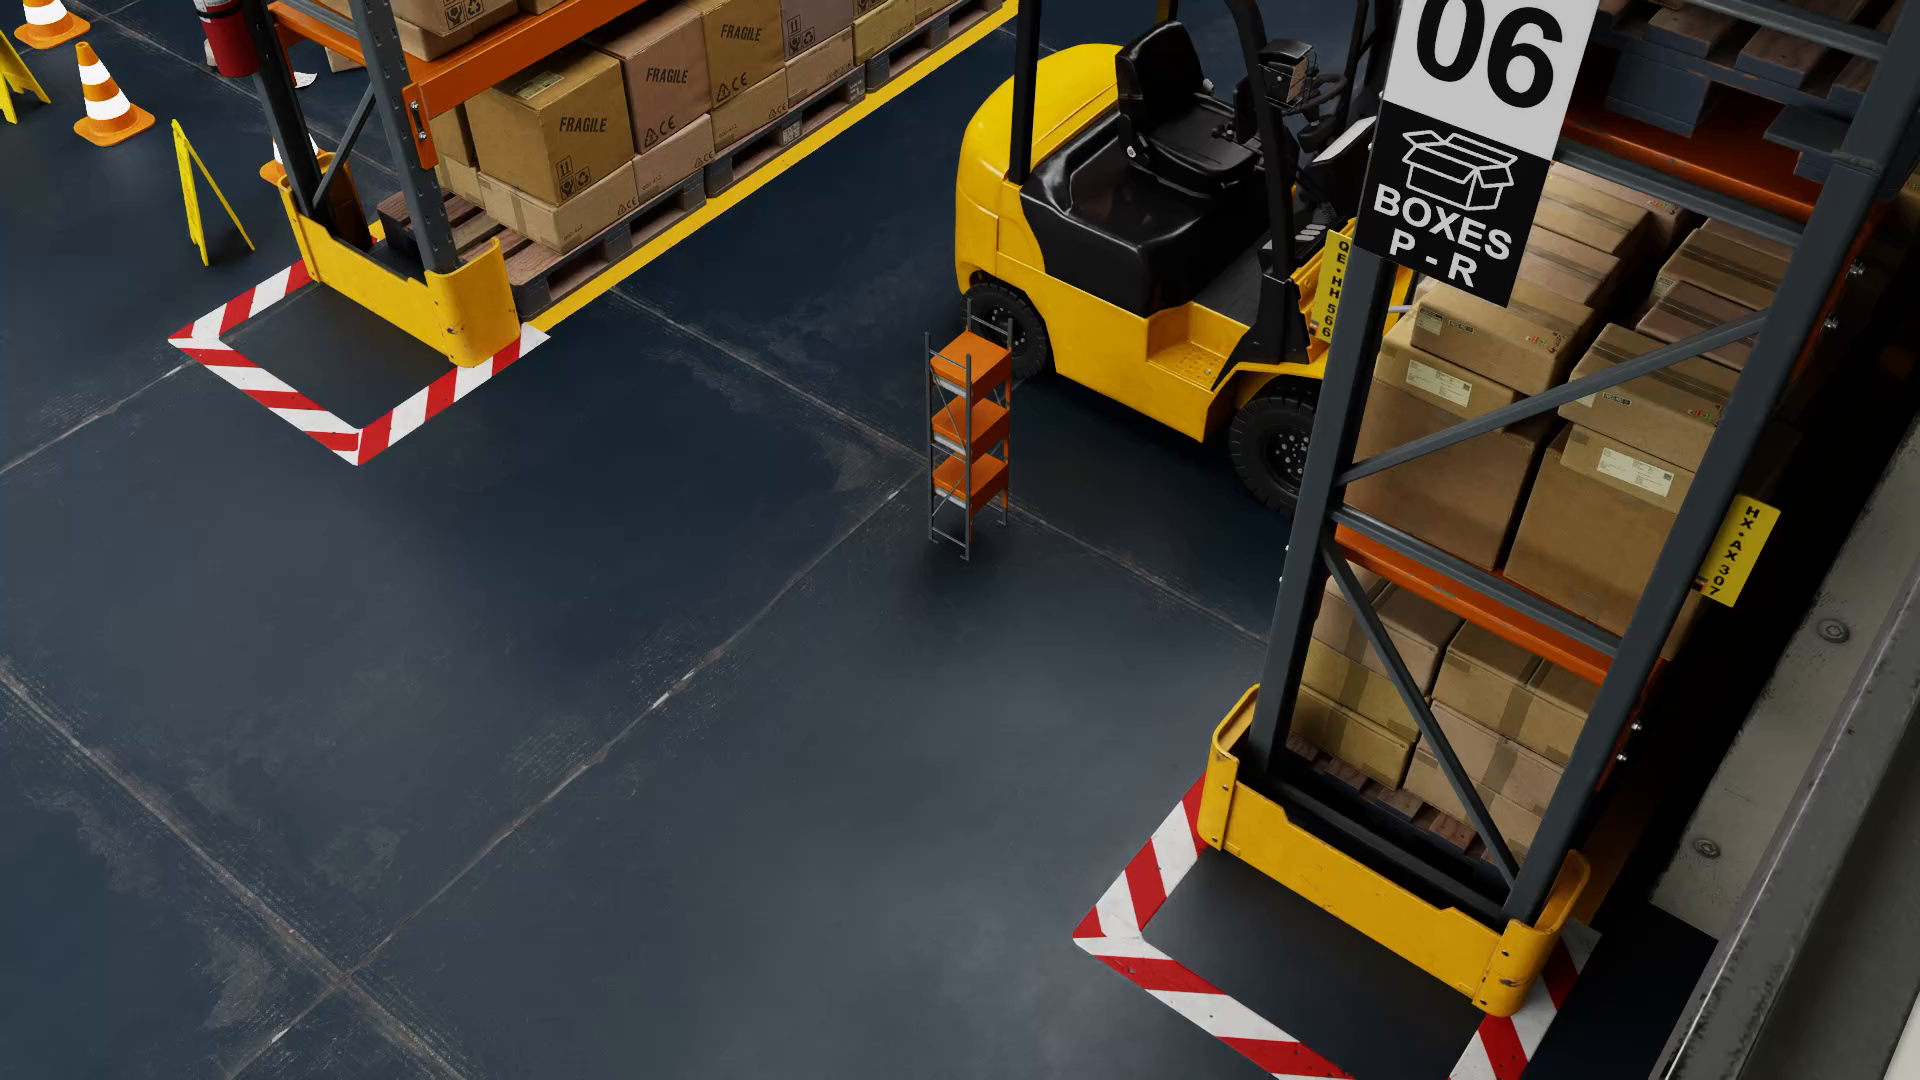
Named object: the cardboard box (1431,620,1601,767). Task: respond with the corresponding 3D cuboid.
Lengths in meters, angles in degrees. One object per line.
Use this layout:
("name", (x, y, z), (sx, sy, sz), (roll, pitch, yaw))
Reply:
("cardboard box", (1.807, 0.371, 5.104), (0.500, 0.250, 0.500), (28, 53, 24))

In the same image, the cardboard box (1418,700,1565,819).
("cardboard box", (1.815, 0.558, 5.271), (0.500, 0.250, 0.500), (30, 53, 26))

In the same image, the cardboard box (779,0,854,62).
("cardboard box", (-0.891, -2.791, 8.297), (0.500, 0.500, 0.500), (32, 54, 27))

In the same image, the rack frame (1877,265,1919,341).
("rack frame", (3.809, -2.186, 6.627), (1.000, 3.000, 0.127), (29, 53, 25))

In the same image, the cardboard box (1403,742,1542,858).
("cardboard box", (1.819, 0.713, 5.468), (0.500, 0.250, 0.500), (29, 53, 25))

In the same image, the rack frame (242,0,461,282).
("rack frame", (-2.567, -2.089, 6.534), (1.000, 3.000, 0.127), (29, 53, 25))

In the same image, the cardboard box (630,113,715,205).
("cardboard box", (-1.537, -1.913, 7.977), (0.500, 0.250, 0.500), (31, 54, 26))

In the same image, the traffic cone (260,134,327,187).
("traffic cone", (-3.325, -2.029, 8.232), (0.336, 0.463, 0.334), (29, 53, 25))

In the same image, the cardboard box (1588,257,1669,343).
("cardboard box", (1.781, -0.622, 5.064), (0.500, 0.500, 0.500), (31, 54, 26))

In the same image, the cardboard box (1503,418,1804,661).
("cardboard box", (1.886, -0.092, 4.558), (0.500, 0.500, 0.500), (31, 54, 26))

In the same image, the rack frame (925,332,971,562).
("rack frame", (-0.042, -0.323, 6.196), (0.200, 1.050, 0.008), (29, 53, 25))

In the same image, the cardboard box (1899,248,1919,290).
("cardboard box", (3.137, -1.265, 5.677), (0.500, 0.500, 0.500), (28, 52, 24))

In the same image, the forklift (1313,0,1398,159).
("forklift", (2.378, -2.708, 7.173), (1.130, 2.935, 3.031), (22, 50, 20))

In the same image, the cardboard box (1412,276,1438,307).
("cardboard box", (1.486, -0.637, 4.630), (0.380, 0.149, 0.250), (30, 53, 26))

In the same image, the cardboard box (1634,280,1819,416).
("cardboard box", (1.950, -0.481, 4.274), (0.380, 0.149, 0.250), (31, 54, 26))

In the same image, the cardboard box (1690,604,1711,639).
("cardboard box", (2.450, 0.141, 6.015), (0.500, 0.250, 0.500), (29, 53, 25))

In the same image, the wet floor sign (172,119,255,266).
("wet floor sign", (-3.530, -1.640, 7.734), (0.232, 0.644, 0.267), (-25, 51, -22))

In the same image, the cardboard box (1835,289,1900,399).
("cardboard box", (3.375, -0.882, 6.647), (0.500, 0.250, 0.500), (30, 53, 26))

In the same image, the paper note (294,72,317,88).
("paper note", (-3.564, -2.485, 8.965), (0.148, 0.019, 0.142), (13, 48, 12))

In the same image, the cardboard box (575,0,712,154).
("cardboard box", (-1.524, -2.198, 7.731), (0.500, 0.500, 0.500), (27, 52, 24))

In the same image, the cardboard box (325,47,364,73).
("cardboard box", (-3.364, -2.747, 9.134), (0.250, 0.149, 0.380), (-17, 49, -15))

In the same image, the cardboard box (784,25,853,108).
("cardboard box", (-0.902, -2.518, 8.555), (0.500, 0.250, 0.500), (30, 53, 26))

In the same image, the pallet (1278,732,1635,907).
("pallet", (1.798, 0.610, 5.884), (1.003, 0.211, 1.213), (29, 53, 25))

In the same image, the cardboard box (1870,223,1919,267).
("cardboard box", (2.618, -0.939, 4.918), (0.380, 0.149, 0.250), (31, 54, 26))

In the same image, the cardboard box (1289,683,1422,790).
("cardboard box", (1.401, 0.499, 5.673), (0.500, 0.250, 0.500), (30, 53, 25))

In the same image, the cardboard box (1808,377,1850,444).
("cardboard box", (3.369, -0.721, 6.838), (0.500, 0.250, 0.500), (29, 53, 25))

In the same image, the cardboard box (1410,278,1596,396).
("cardboard box", (1.416, -0.557, 4.347), (0.380, 0.149, 0.250), (29, 53, 25))

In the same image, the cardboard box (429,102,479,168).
("cardboard box", (-2.283, -2.117, 7.654), (0.500, 0.500, 0.500), (30, 53, 25))

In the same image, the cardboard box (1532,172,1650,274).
("cardboard box", (1.680, -0.873, 4.649), (0.380, 0.149, 0.250), (30, 53, 26))

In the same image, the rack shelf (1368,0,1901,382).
("rack shelf", (2.586, -1.829, 4.709), (1.077, 0.370, 4.000), (29, 53, 25))

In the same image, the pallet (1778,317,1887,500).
("pallet", (3.290, -0.786, 7.218), (1.003, 0.211, 1.213), (29, 53, 25))

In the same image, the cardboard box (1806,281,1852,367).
("cardboard box", (2.249, -0.673, 4.664), (0.380, 0.149, 0.250), (27, 52, 24))

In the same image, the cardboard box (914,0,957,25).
("cardboard box", (-0.270, -3.116, 9.127), (0.500, 0.250, 0.500), (32, 54, 27))

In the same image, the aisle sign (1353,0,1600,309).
("aisle sign", (1.091, -0.887, 3.588), (0.394, 0.787, 0.004), (29, 53, 25))

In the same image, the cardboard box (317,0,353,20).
("cardboard box", (-2.507, -2.311, 6.920), (0.380, 0.149, 0.250), (31, 54, 26))

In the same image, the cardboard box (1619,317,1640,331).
("cardboard box", (1.877, -0.404, 4.407), (0.380, 0.149, 0.250), (29, 53, 25))

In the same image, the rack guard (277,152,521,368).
("rack guard", (-2.520, -1.269, 7.480), (1.175, 0.500, 0.348), (29, 53, 25))

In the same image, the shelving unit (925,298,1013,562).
("shelving unit", (0.033, -0.393, 6.263), (0.215, 1.050, 0.252), (29, 53, 25))

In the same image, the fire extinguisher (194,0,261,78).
("fire extinguisher", (-3.001, -2.201, 6.694), (0.296, 0.674, 0.183), (29, 53, 25))

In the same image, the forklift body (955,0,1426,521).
("forklift body", (1.079, -1.495, 6.554), (2.313, 2.155, 1.214), (29, 53, 25))

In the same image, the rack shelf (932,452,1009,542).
("rack shelf", (0.033, -0.194, 6.471), (0.215, 0.259, 0.240), (29, 53, 25))

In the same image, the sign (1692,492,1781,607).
("sign", (1.799, 0.025, 3.861), (0.100, 0.325, 0.005), (29, 53, 25))

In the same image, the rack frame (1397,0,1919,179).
("rack frame", (1.363, -1.969, 2.271), (1.000, 3.000, 0.127), (29, 53, 25))

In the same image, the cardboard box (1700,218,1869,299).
("cardboard box", (2.238, -0.783, 4.563), (0.380, 0.149, 0.250), (29, 53, 25))

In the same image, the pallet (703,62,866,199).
("pallet", (-1.249, -2.314, 8.677), (1.003, 0.211, 1.213), (29, 53, 25))

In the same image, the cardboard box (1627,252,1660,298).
("cardboard box", (1.854, -0.895, 4.876), (0.380, 0.149, 0.250), (29, 53, 25))

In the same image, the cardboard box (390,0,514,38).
("cardboard box", (-2.058, -2.375, 6.532), (0.500, 0.500, 0.500), (28, 53, 24))

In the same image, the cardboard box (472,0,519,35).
("cardboard box", (-2.052, -2.256, 6.868), (0.380, 0.149, 0.250), (30, 53, 26))

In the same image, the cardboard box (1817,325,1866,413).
("cardboard box", (2.491, -0.690, 5.129), (0.500, 0.500, 0.500), (29, 53, 25))

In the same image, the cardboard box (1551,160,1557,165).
("cardboard box", (1.963, -1.181, 4.943), (0.380, 0.149, 0.250), (30, 53, 26))
